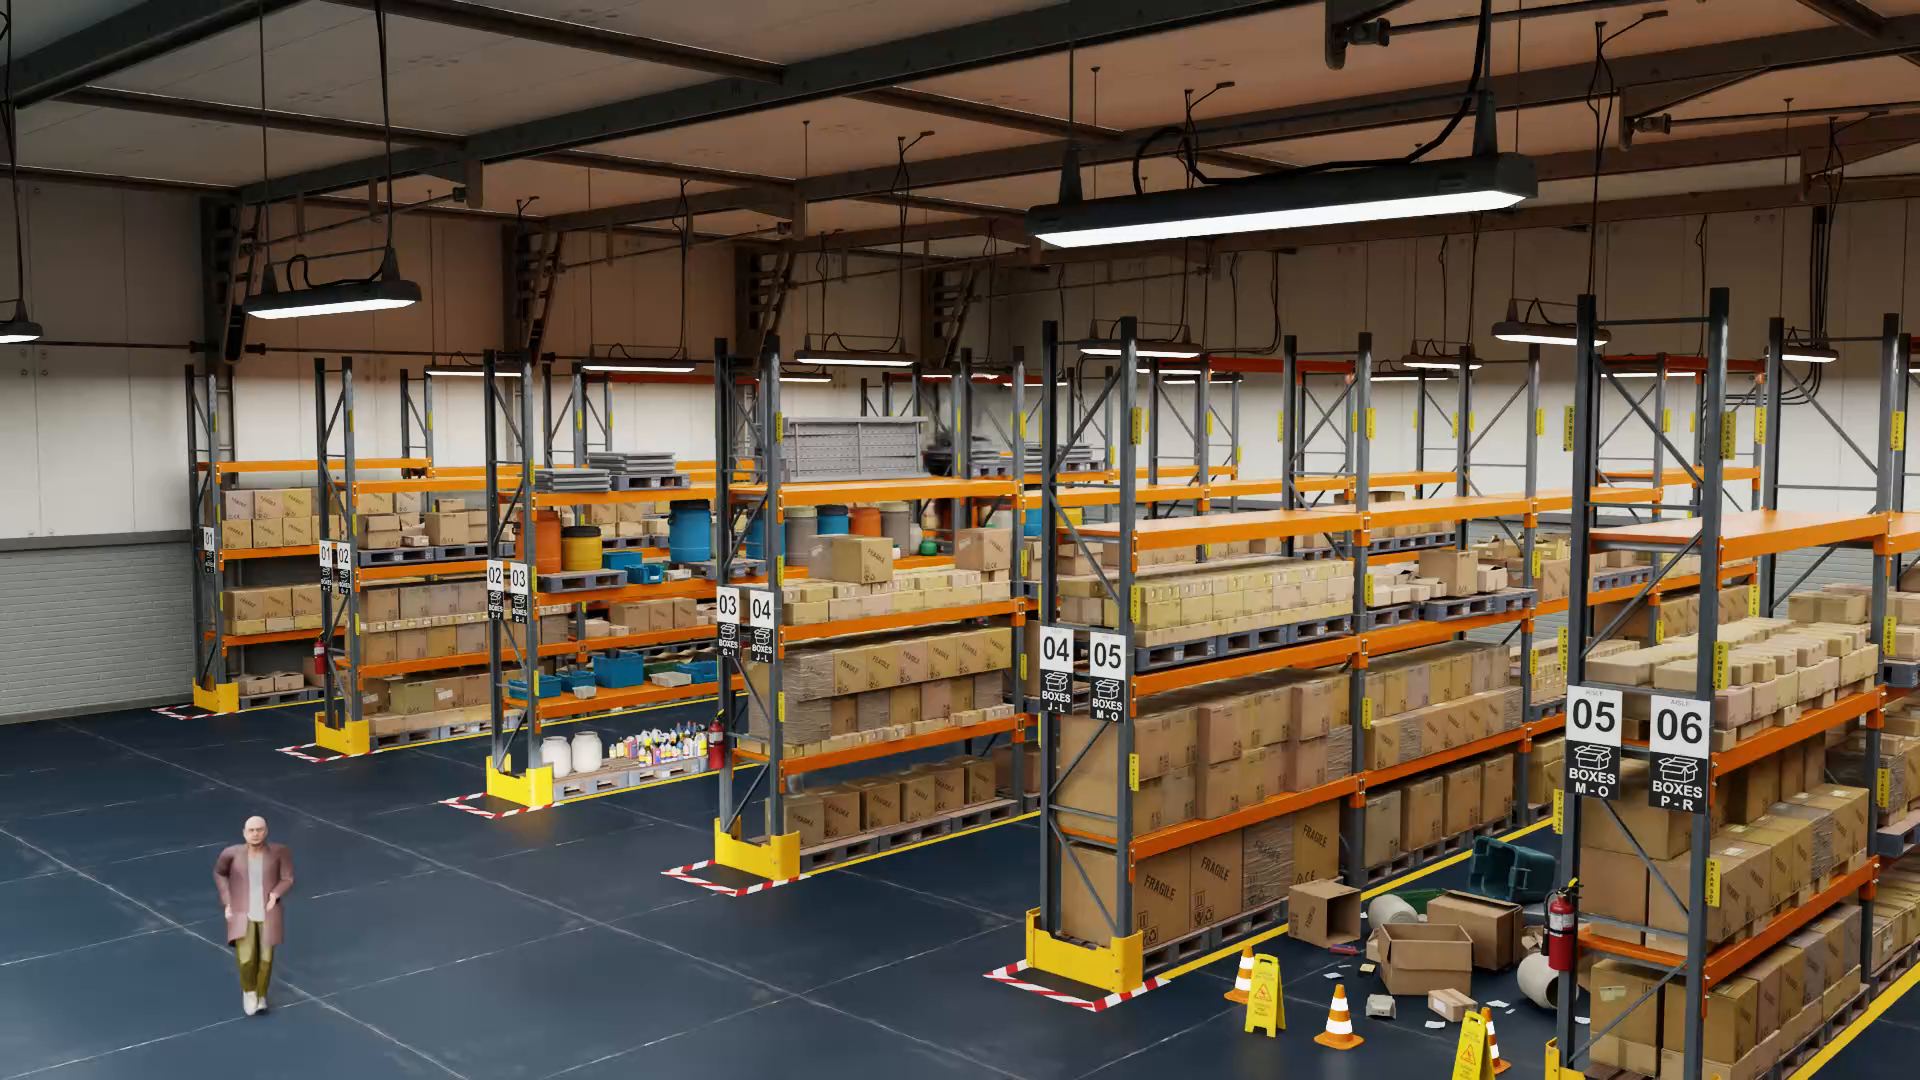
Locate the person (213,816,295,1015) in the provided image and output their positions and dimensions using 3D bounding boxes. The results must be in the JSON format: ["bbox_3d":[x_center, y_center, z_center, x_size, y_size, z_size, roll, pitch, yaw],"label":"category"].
[{"bbox_3d":[-5.999,3.202,14.177,0.627,1.716,0.744,-2,5,-27],"label":"person"}]

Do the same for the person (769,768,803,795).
[{"bbox_3d":[-2.226,2.639,21.642,0.658,1.739,0.591,3,5,32],"label":"person"}]

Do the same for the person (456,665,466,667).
[{"bbox_3d":[-8.545,2.137,28.673,0.661,1.708,0.792,4,6,39],"label":"person"}]
